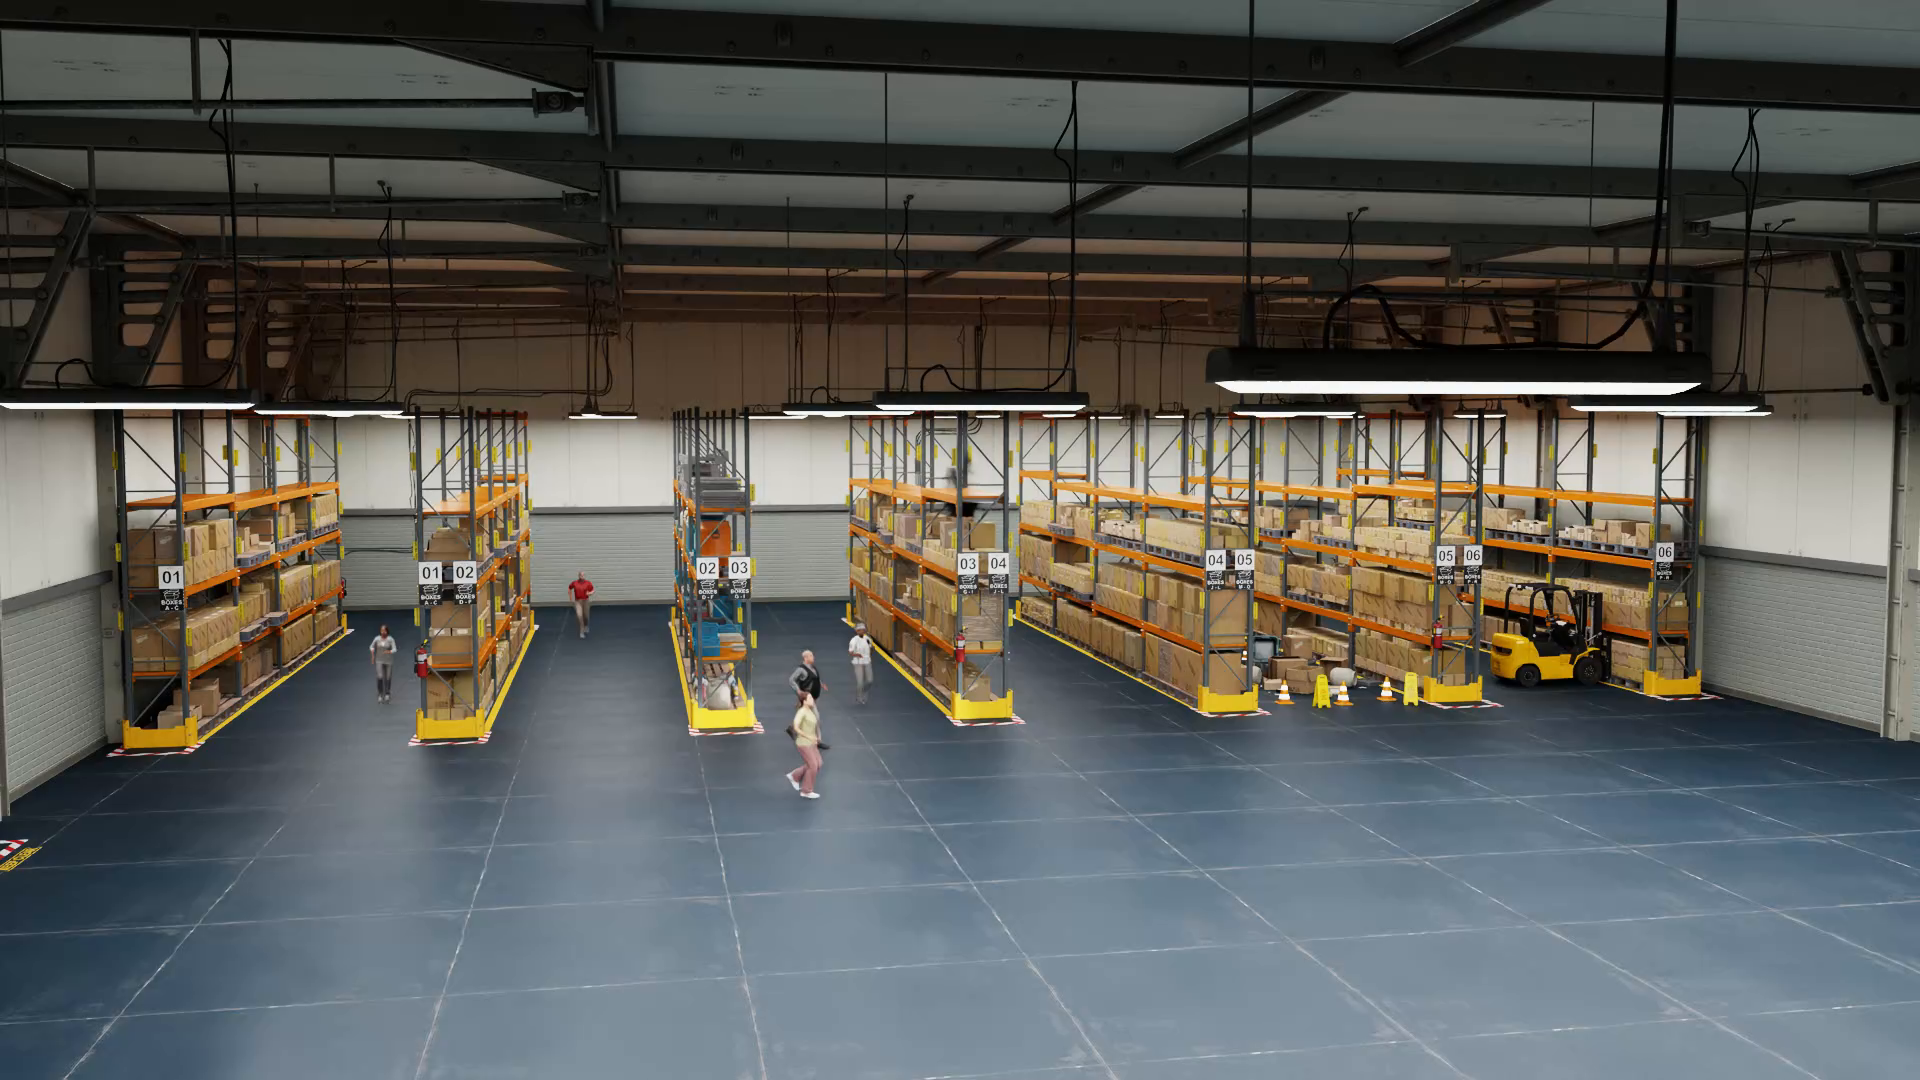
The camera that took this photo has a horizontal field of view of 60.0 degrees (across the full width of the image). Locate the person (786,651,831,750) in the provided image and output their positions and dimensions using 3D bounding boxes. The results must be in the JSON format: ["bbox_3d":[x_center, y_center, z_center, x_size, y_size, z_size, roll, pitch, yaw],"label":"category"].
[{"bbox_3d":[-2.673,2.782,29.111,0.938,1.706,0.677,2,4,23],"label":"person"}]

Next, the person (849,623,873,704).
[{"bbox_3d":[-1.951,2.498,33.530,0.563,1.663,0.572,-2,4,-23],"label":"person"}]

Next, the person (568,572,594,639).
[{"bbox_3d":[-10.102,1.713,44.400,0.674,1.757,0.976,-1,4,-18],"label":"person"}]

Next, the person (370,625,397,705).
[{"bbox_3d":[-11.684,2.528,33.697,0.494,1.617,0.682,-1,4,-20],"label":"person"}]

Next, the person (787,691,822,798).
[{"bbox_3d":[-2.396,3.110,25.304,0.548,1.636,0.585,1,4,12],"label":"person"}]
